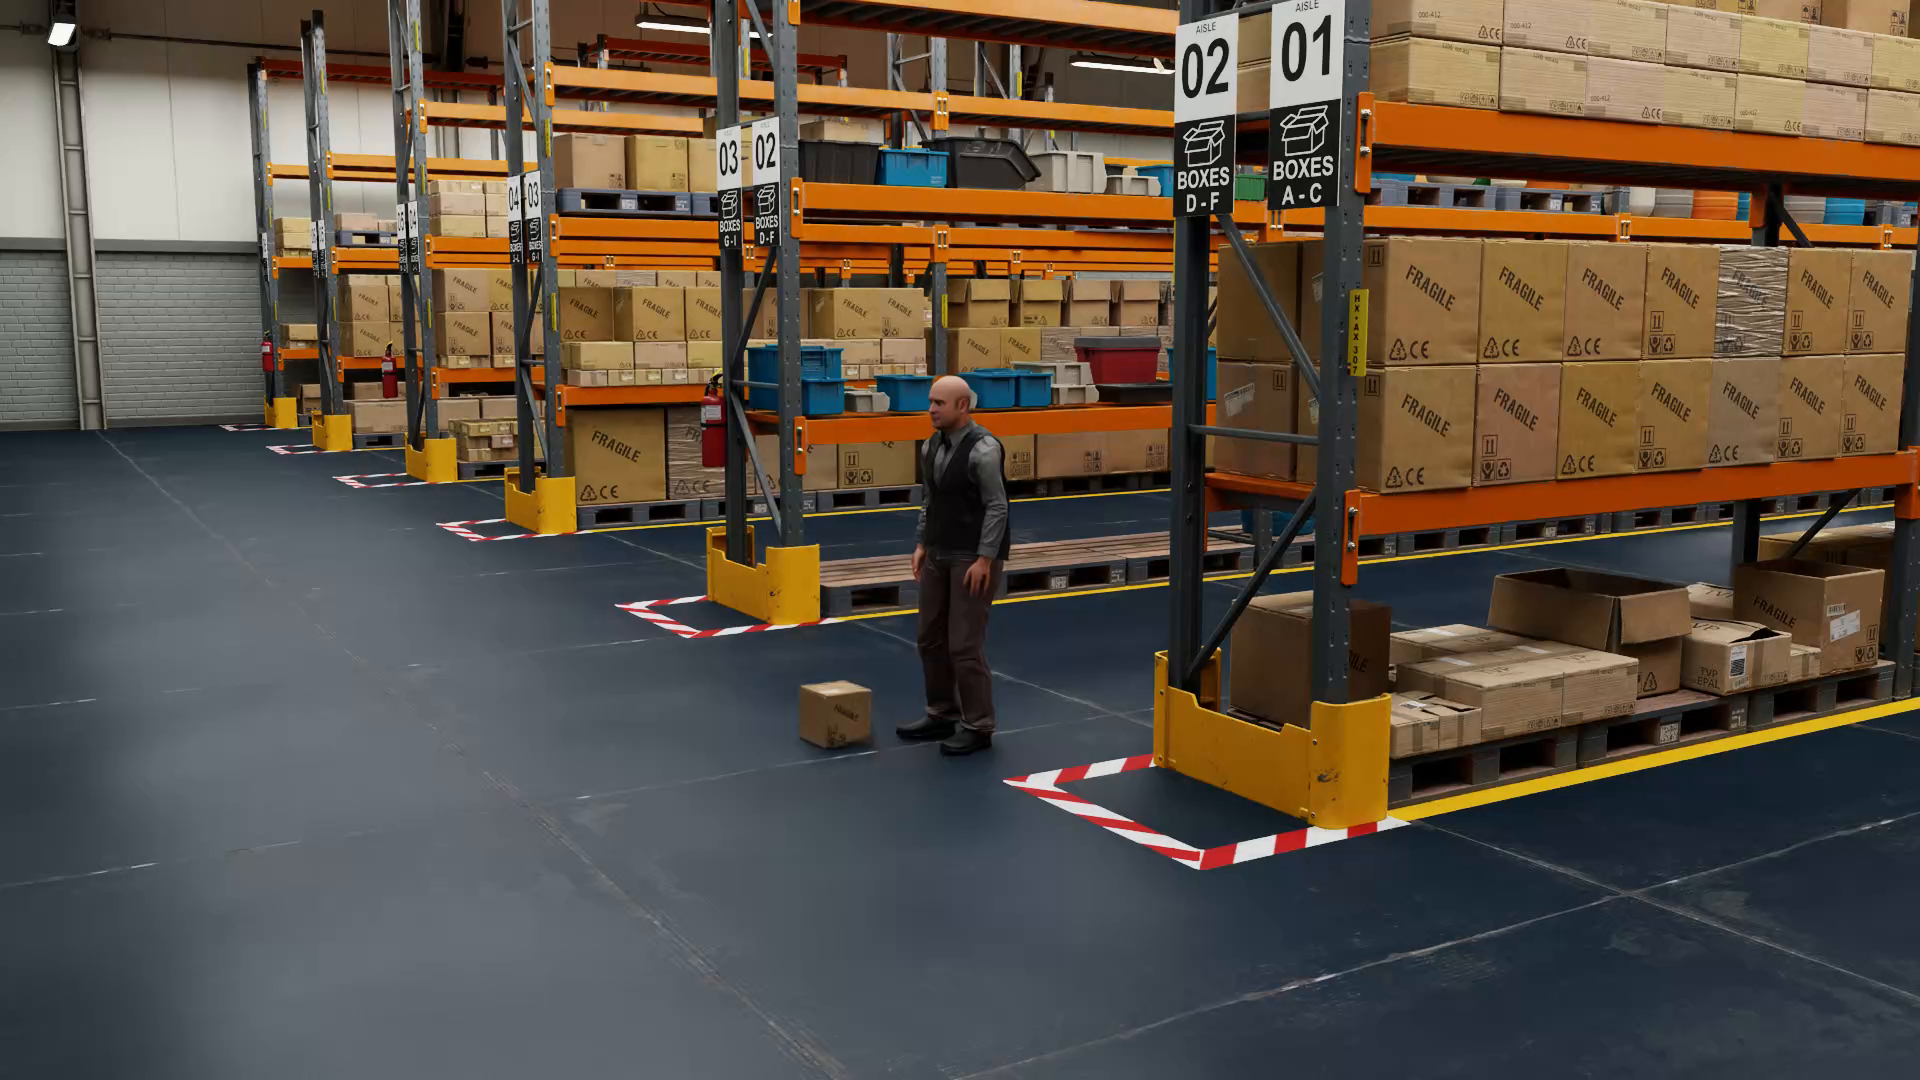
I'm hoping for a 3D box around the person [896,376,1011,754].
[{"bbox_3d":[0.006,0.100,7.704,0.421,1.721,0.571,-6,10,-35],"label":"person"}]
